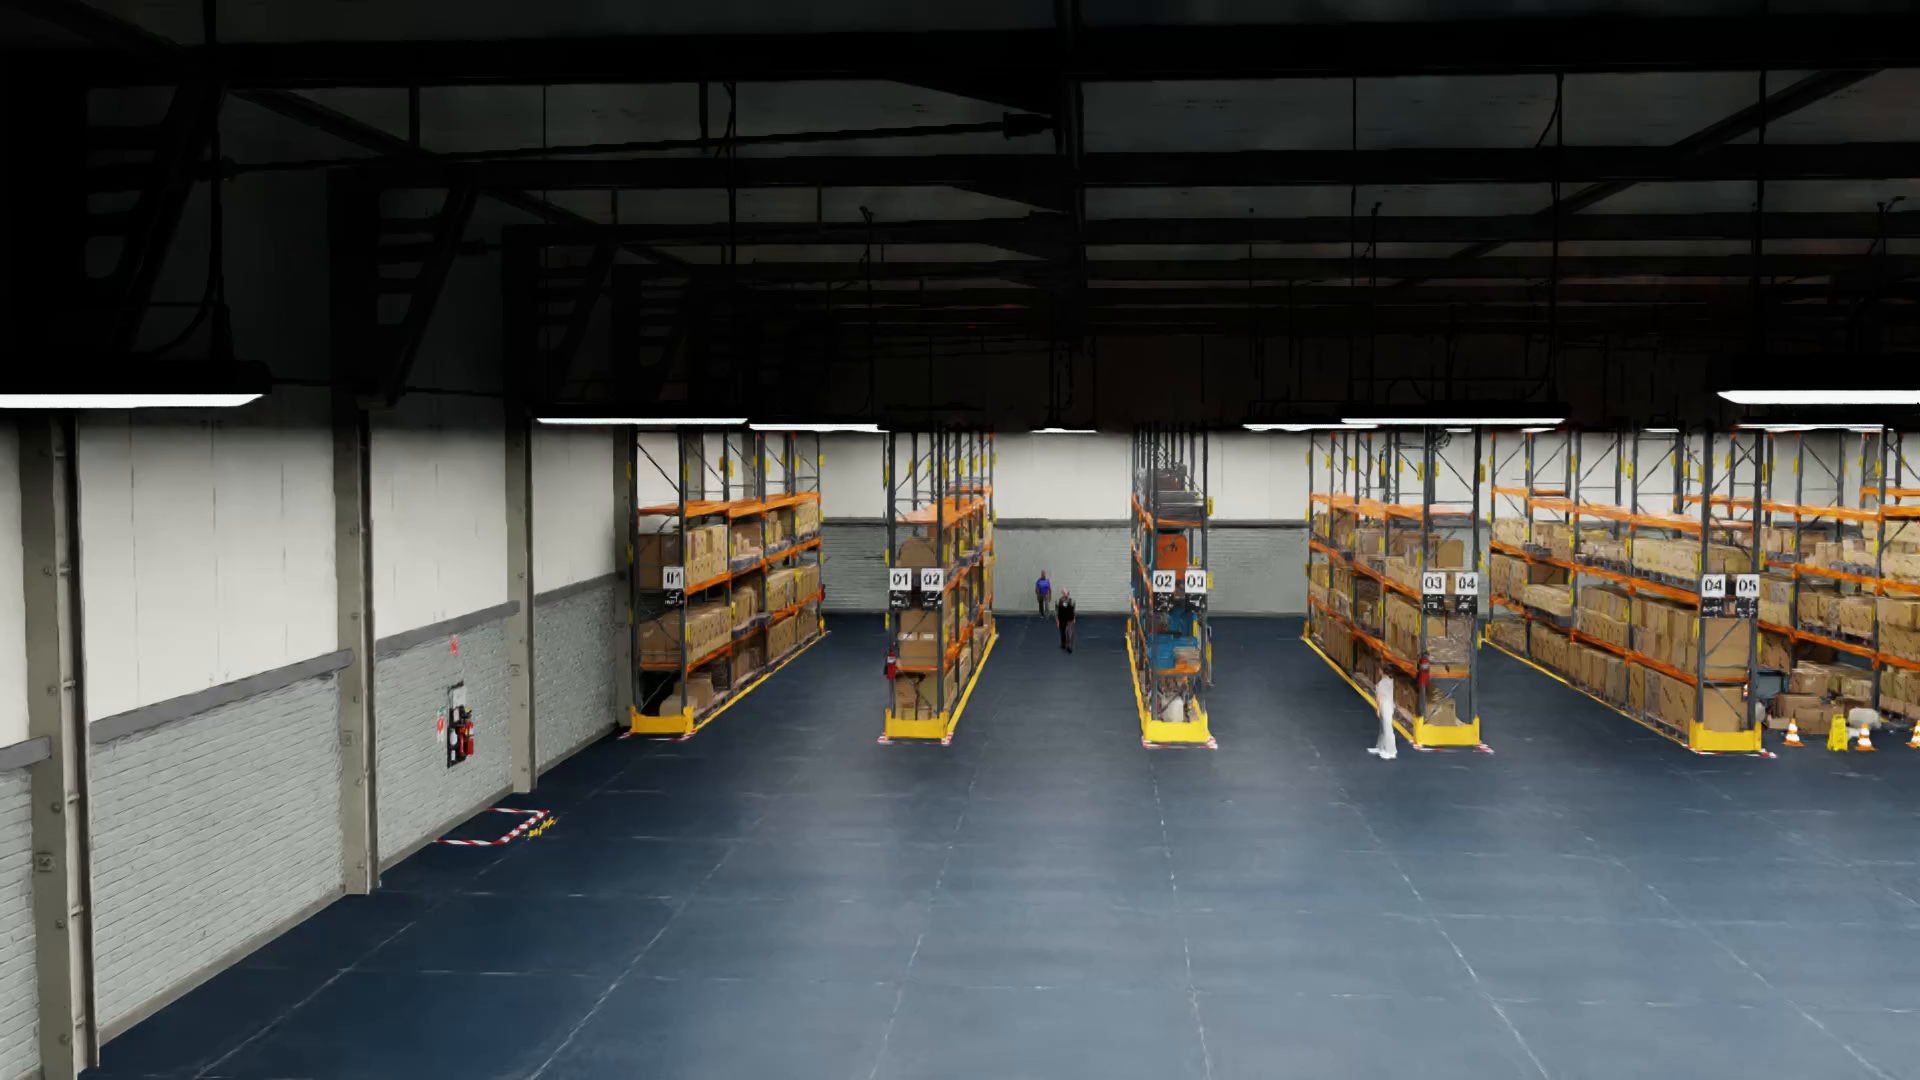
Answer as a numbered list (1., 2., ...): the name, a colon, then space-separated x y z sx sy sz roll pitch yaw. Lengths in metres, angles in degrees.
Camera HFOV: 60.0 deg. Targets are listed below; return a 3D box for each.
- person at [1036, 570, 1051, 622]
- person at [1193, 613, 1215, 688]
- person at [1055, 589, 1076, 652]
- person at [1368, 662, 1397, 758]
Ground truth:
1. person: 2.556 1.701 50.998 0.447 1.560 1.088 0 4 7
2. person: 5.445 2.472 37.618 0.535 1.708 1.036 0 4 -4
3. person: 2.780 2.107 43.978 0.543 1.648 1.115 0 4 7
4. person: 7.527 2.999 29.579 0.580 1.666 0.576 2 4 30
